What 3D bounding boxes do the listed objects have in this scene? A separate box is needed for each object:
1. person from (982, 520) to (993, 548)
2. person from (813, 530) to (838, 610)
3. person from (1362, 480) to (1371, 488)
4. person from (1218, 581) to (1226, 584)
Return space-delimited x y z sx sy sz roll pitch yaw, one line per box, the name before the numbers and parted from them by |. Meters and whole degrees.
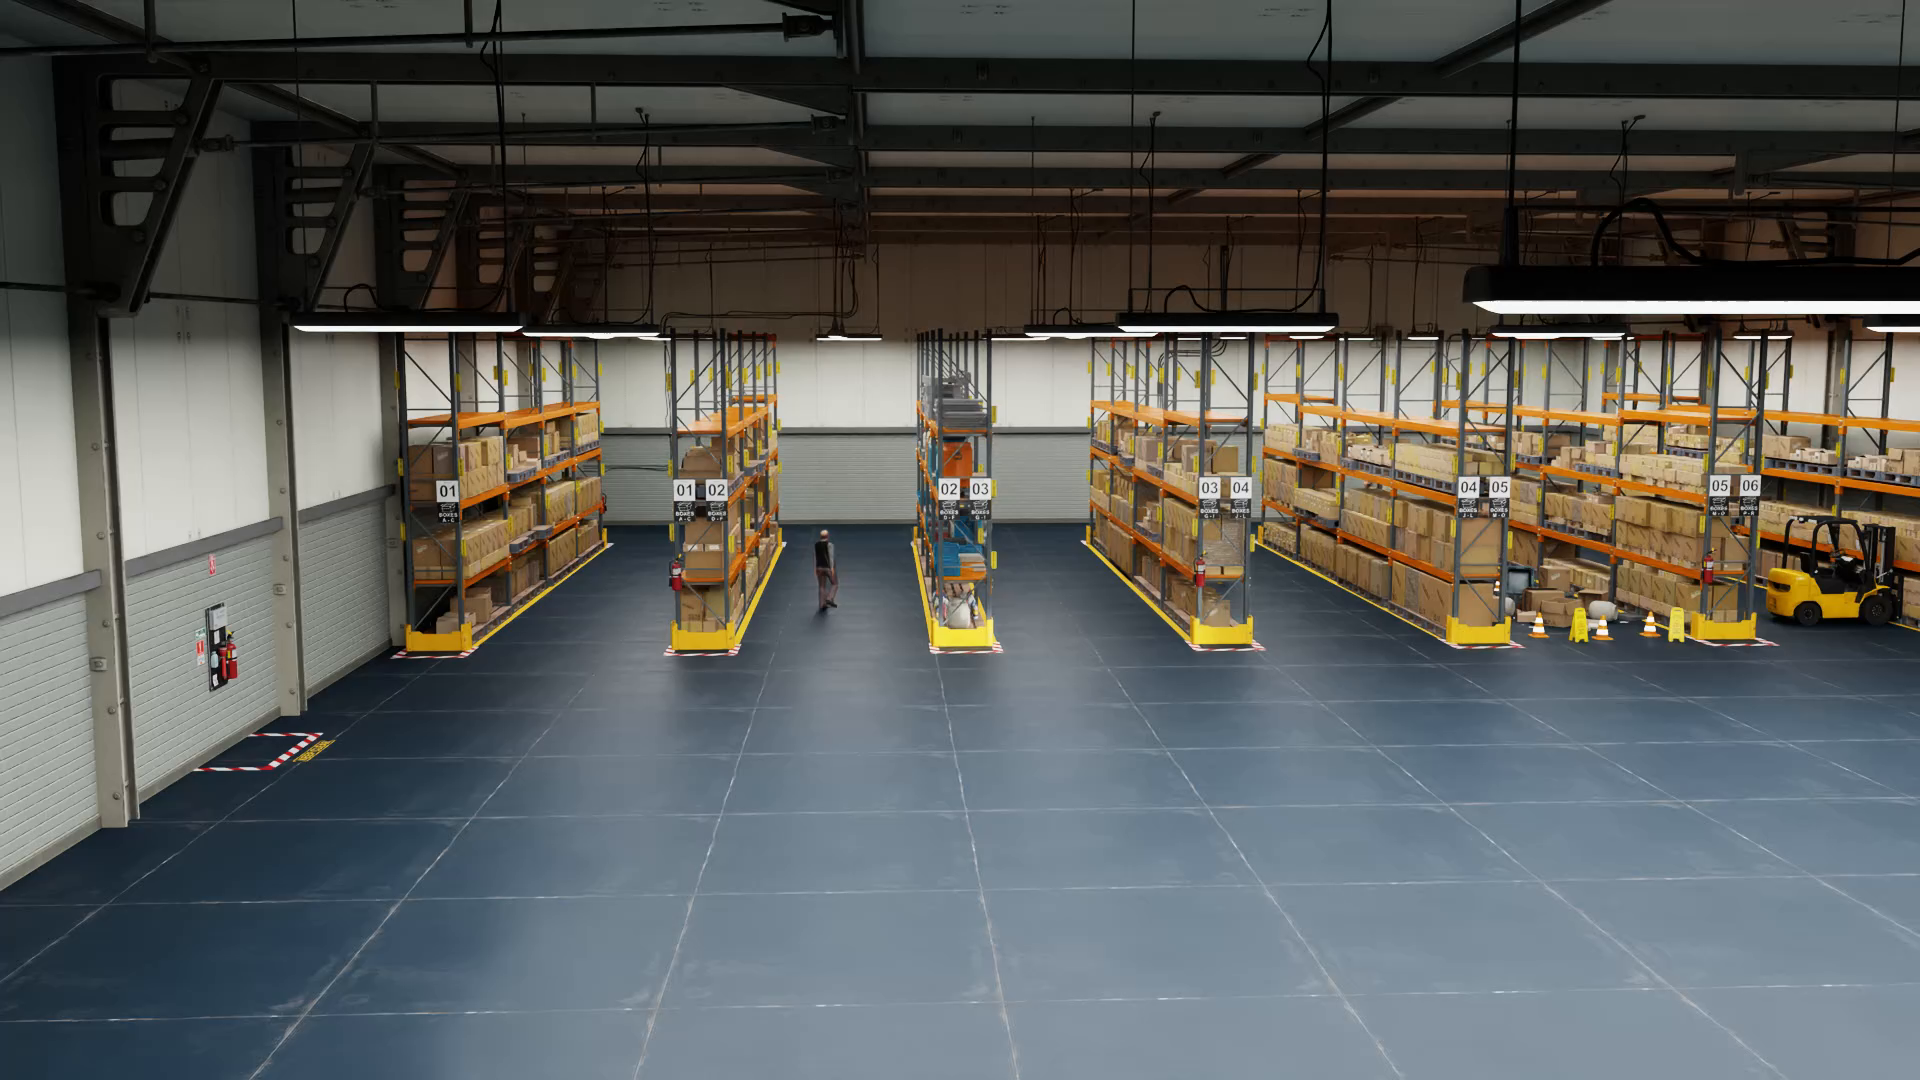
person | 0.686 -0.677 46.889 0.405 1.828 0.646 -2 7 -14
person | -2.917 0.642 35.842 0.562 1.706 0.495 2 7 16
person | 12.491 -1.097 50.990 1.071 1.613 0.429 -2 7 -14
person | 6.240 0.246 39.525 0.712 1.659 0.706 1 7 6
